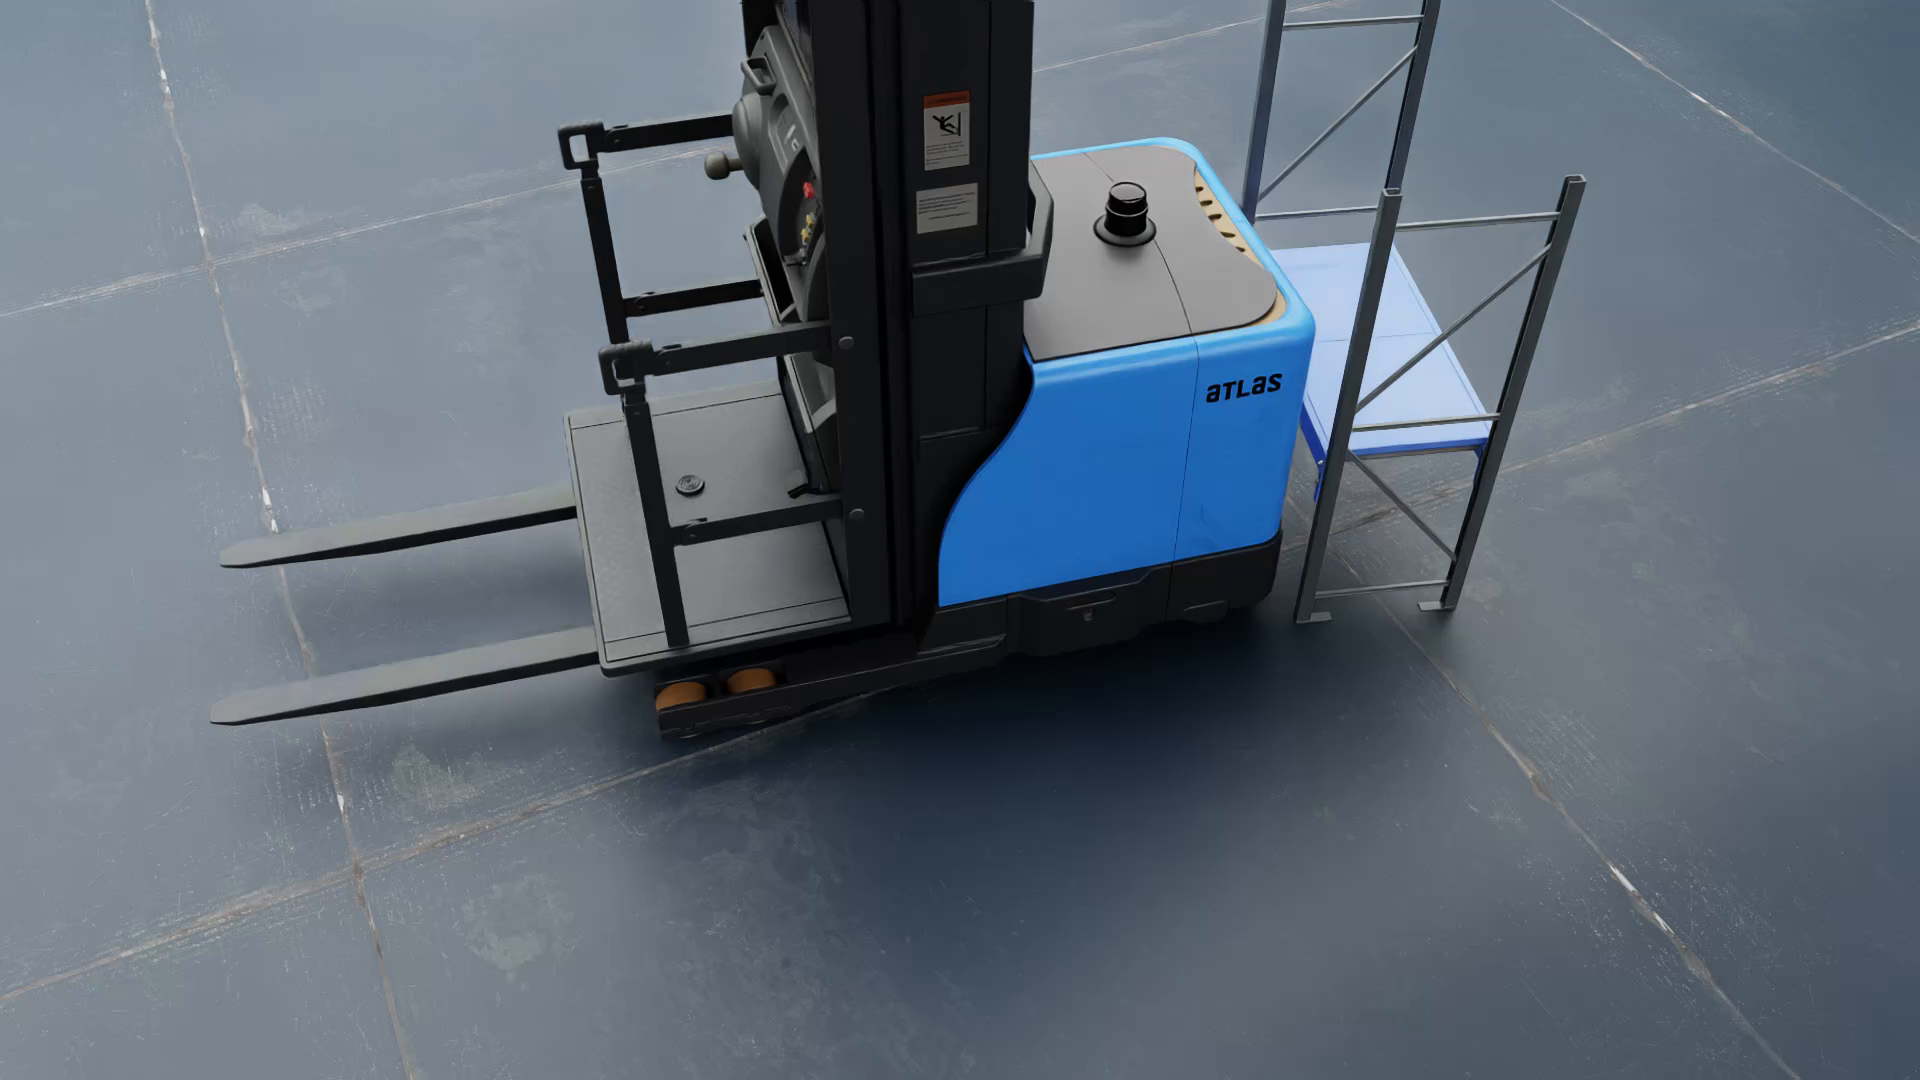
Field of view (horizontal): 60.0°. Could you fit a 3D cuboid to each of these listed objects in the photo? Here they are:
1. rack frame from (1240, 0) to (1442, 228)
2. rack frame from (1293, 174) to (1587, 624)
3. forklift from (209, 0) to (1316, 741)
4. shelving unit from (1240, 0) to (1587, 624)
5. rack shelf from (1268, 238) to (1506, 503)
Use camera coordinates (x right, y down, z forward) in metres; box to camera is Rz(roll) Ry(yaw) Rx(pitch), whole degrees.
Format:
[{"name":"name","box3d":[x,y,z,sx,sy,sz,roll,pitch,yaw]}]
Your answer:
[{"name":"rack frame","box3d":[1.122,-1.022,5.218,0.500,1.500,0.032,-5,45,-5]},{"name":"rack frame","box3d":[1.254,-0.314,4.501,0.500,1.500,0.032,-5,45,-5]},{"name":"forklift","box3d":[-0.629,-0.899,4.075,3.031,2.935,1.130,-11,46,-11]},{"name":"shelving unit","box3d":[1.188,-0.668,4.860,0.538,1.500,1.048,-5,45,-5]},{"name":"rack shelf","box3d":[1.188,-0.540,4.986,0.538,0.185,1.000,-5,45,-5]}]
